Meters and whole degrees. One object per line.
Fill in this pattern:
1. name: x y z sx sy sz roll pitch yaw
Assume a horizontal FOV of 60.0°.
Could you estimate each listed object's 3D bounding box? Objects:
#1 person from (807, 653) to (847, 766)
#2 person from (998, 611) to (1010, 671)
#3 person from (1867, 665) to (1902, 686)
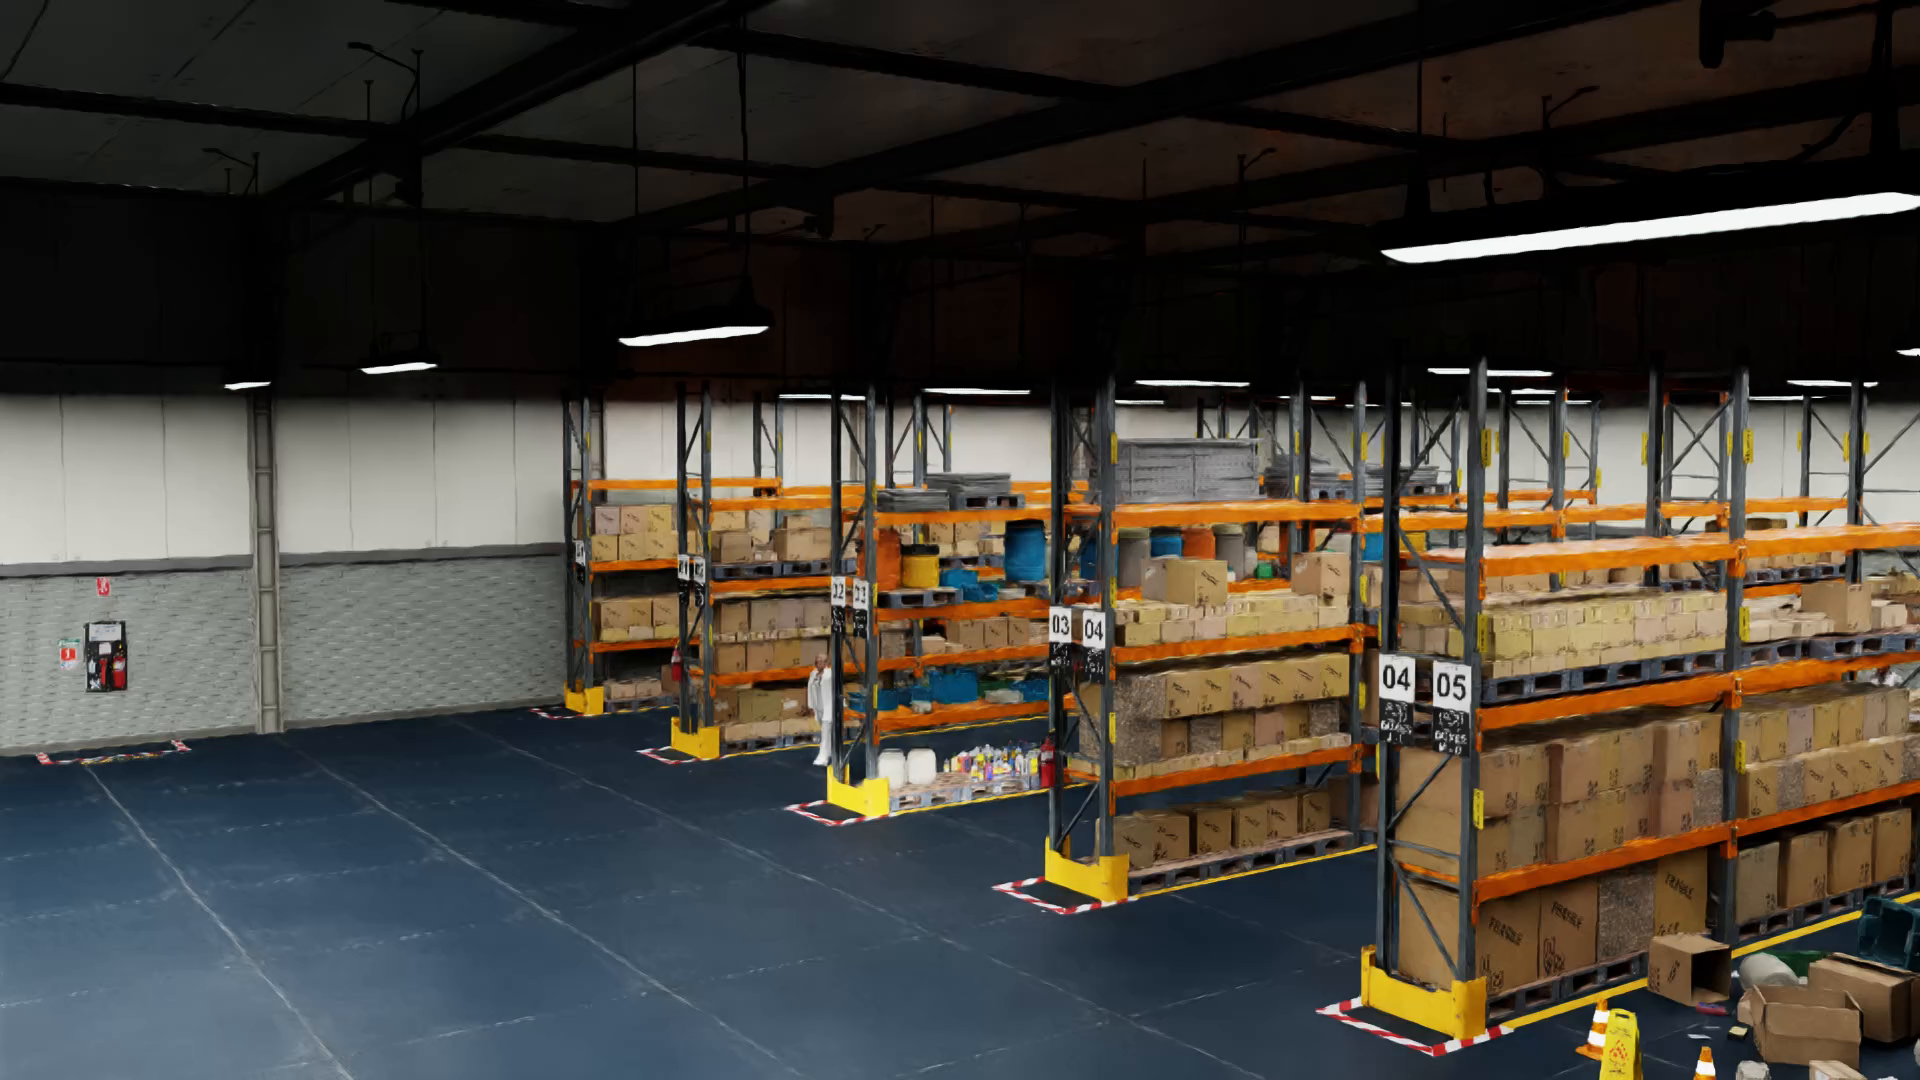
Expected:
1. person: -2.127 2.629 26.070 0.635 1.735 1.030 2 4 33
2. person: 0.863 2.269 33.593 0.407 1.480 0.458 2 4 27
3. person: 14.471 2.632 26.065 1.115 1.700 0.543 -2 4 -33
